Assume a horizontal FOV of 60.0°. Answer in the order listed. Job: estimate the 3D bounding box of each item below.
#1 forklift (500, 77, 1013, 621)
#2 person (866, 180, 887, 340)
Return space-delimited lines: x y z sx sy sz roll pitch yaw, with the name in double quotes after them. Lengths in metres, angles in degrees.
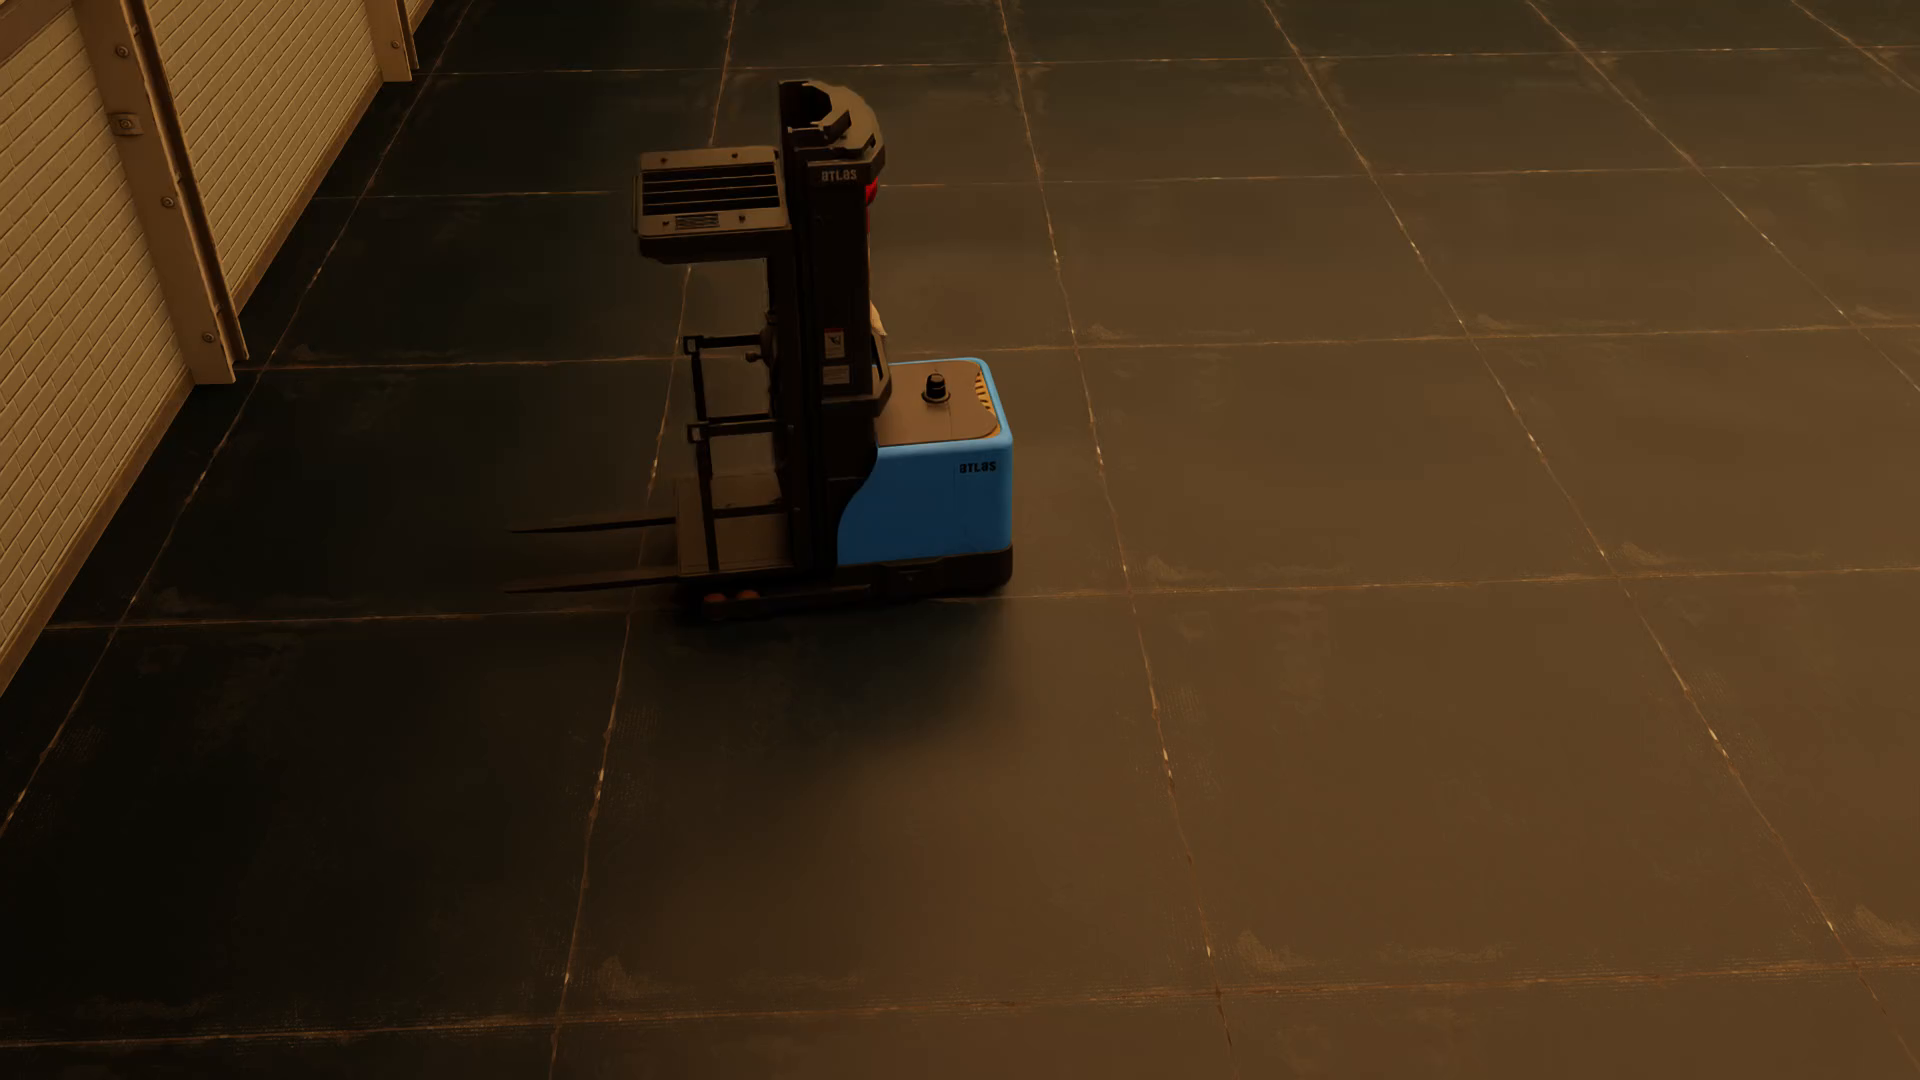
-1.244 -1.039 9.437 3.031 2.935 1.130 -5 36 -7 "forklift"
-0.892 -2.082 11.950 0.699 1.673 0.634 -23 42 -29 "person"
